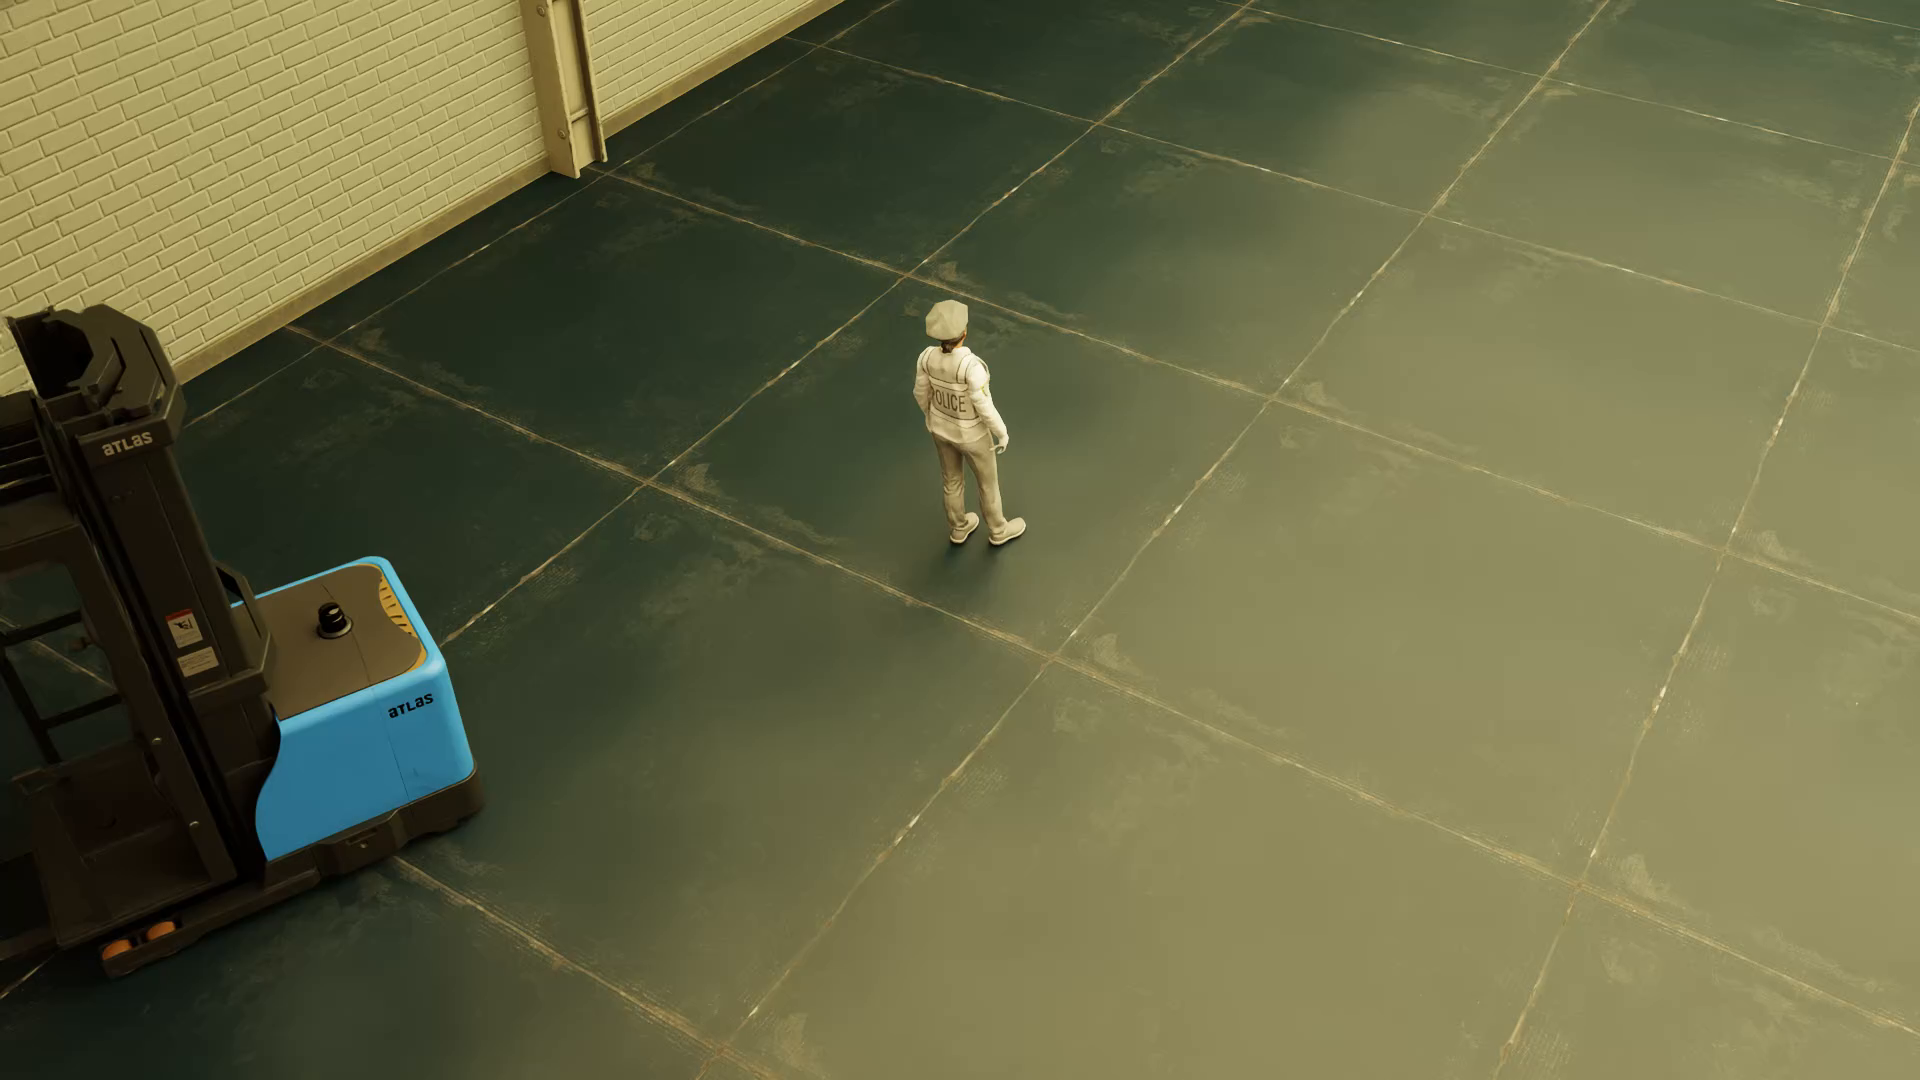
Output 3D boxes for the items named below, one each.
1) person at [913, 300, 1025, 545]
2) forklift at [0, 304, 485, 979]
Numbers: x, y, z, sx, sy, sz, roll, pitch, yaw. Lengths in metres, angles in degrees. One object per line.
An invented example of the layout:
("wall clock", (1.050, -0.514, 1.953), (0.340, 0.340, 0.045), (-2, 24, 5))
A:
("person", (0.043, -0.687, 9.723), (0.586, 1.694, 0.530), (22, 45, 24))
("forklift", (-3.961, 0.533, 7.338), (3.031, 2.935, 1.130), (-22, 45, -24))
